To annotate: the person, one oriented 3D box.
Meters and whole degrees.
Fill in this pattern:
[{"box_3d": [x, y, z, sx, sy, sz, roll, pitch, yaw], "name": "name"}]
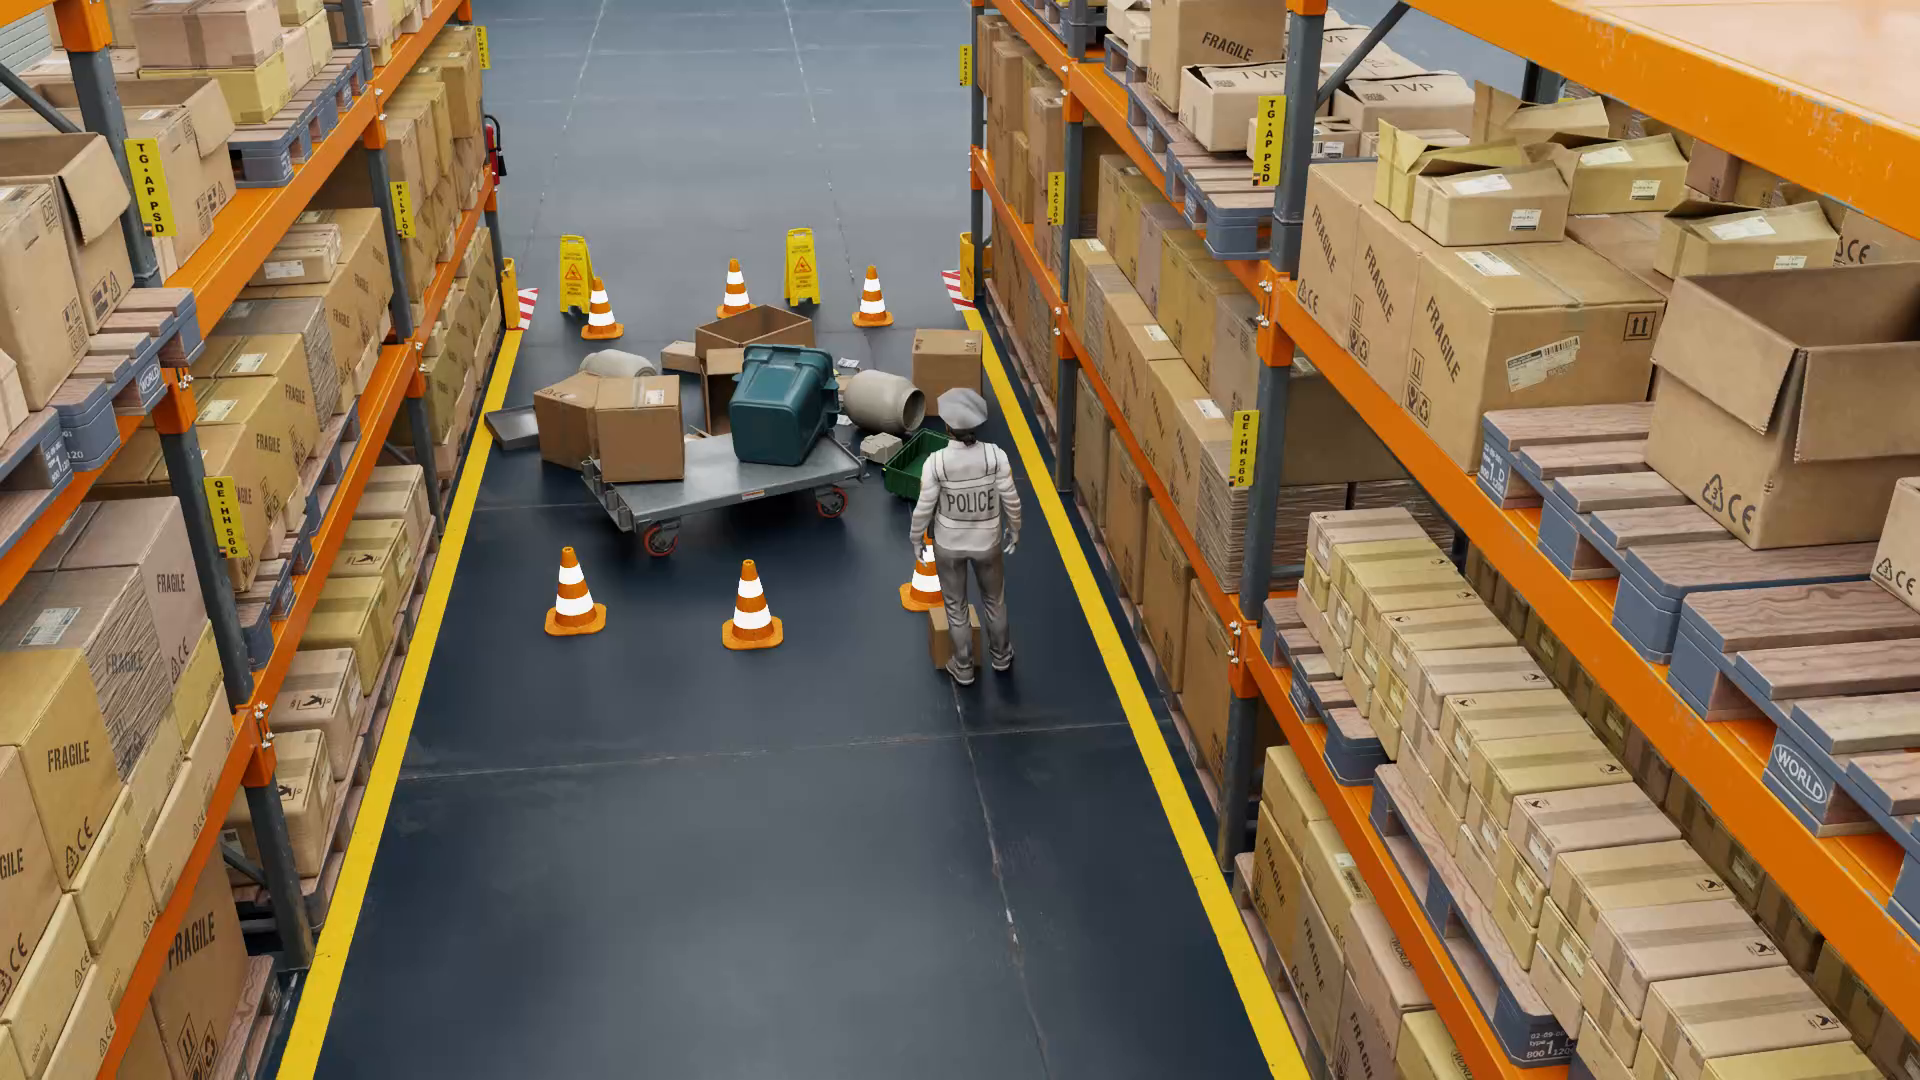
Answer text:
[{"box_3d": [0.028, -0.026, 8.613, 0.586, 1.695, 0.532, -4, 28, -7], "name": "person"}]
